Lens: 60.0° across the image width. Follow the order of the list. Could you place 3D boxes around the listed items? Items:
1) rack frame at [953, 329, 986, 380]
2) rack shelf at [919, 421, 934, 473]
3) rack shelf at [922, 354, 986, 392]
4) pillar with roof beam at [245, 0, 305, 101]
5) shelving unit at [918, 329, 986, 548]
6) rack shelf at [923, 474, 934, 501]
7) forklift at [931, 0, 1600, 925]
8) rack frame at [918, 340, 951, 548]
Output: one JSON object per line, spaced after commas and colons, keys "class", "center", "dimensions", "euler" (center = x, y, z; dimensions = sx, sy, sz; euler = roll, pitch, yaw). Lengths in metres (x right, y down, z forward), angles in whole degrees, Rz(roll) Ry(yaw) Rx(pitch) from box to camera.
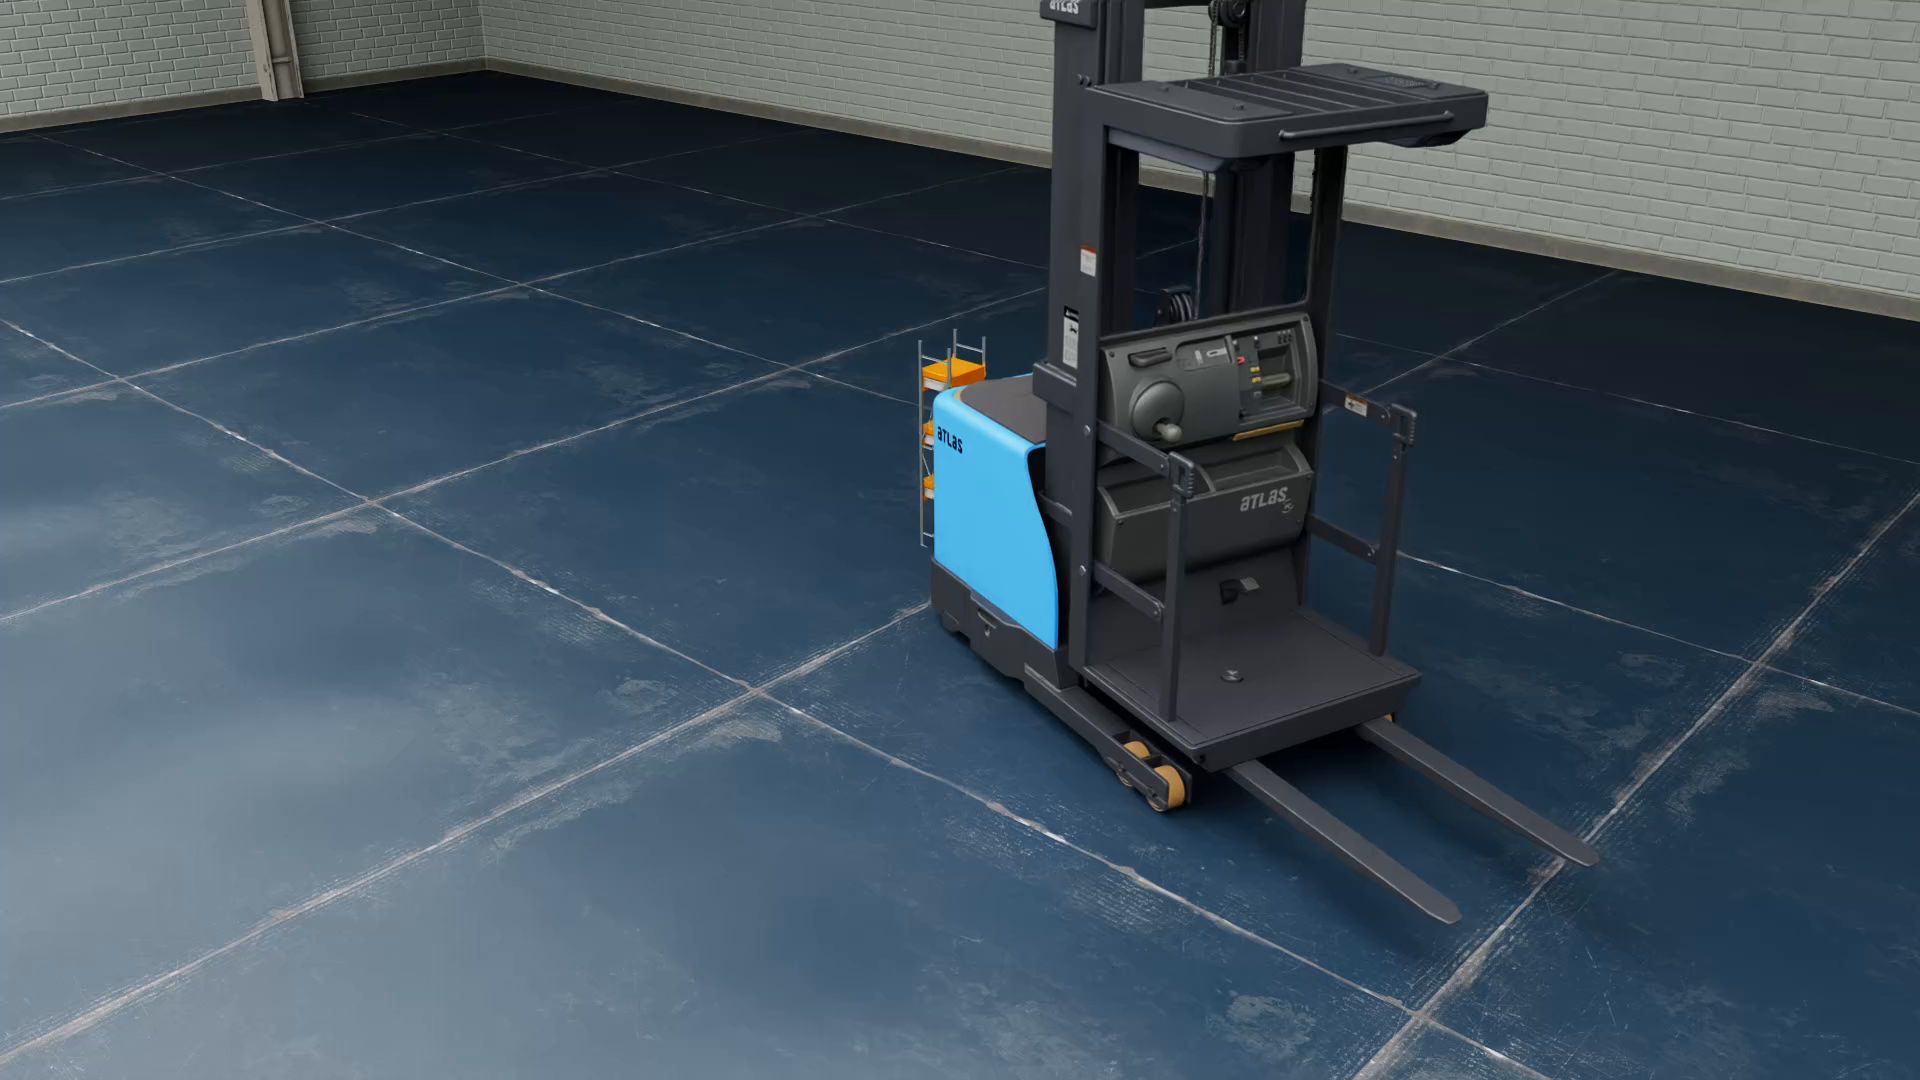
{"class": "rack frame", "center": [0.046, -0.500, 8.082], "dimensions": [0.200, 1.050, 0.008], "euler": [20, 31, 38]}
{"class": "rack shelf", "center": [-0.036, -0.453, 8.003], "dimensions": [0.215, 0.259, 0.240], "euler": [20, 31, 38]}
{"class": "rack shelf", "center": [-0.036, -0.712, 7.887], "dimensions": [0.215, 0.259, 0.240], "euler": [20, 31, 38]}
{"class": "pillar with roof beam", "center": [-5.043, -8.320, 15.807], "dimensions": [9.100, 9.000, 0.400], "euler": [20, 31, 38]}
{"class": "shelving unit", "center": [-0.036, -0.463, 7.999], "dimensions": [0.215, 1.050, 0.252], "euler": [20, 31, 38]}
{"class": "rack shelf", "center": [-0.036, -0.199, 8.117], "dimensions": [0.215, 0.259, 0.240], "euler": [20, 31, 38]}
{"class": "forklift", "center": [1.038, -0.564, 5.926], "dimensions": [1.130, 2.935, 3.031], "euler": [-13, 27, -27]}
{"class": "rack frame", "center": [-0.117, -0.426, 7.916], "dimensions": [0.200, 1.050, 0.008], "euler": [20, 31, 38]}
